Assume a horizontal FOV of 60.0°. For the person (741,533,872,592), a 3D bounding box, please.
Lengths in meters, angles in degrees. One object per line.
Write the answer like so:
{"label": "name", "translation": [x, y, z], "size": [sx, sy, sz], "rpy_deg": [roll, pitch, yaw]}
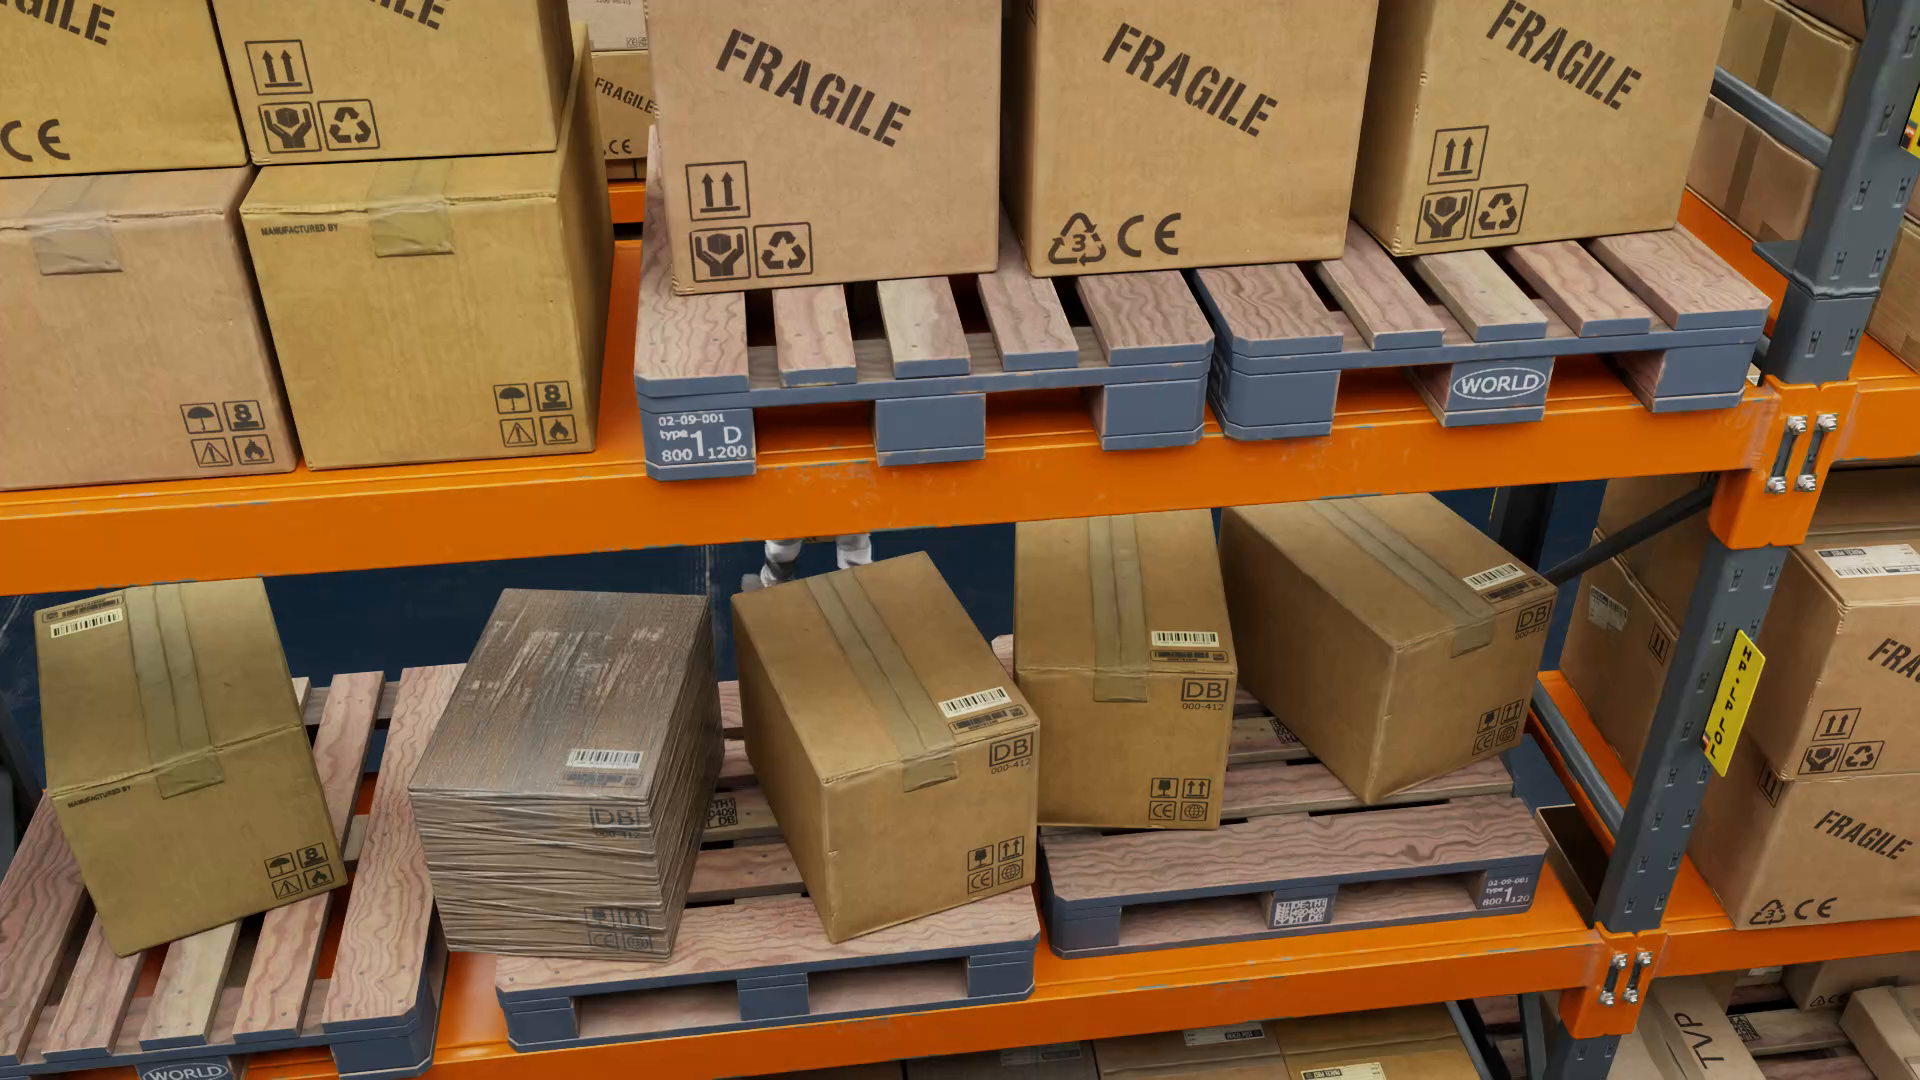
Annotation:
{"label": "person", "translation": [-0.617, -0.494, 6.835], "size": [0.572, 1.786, 0.587], "rpy_deg": [-24, 41, -31]}
